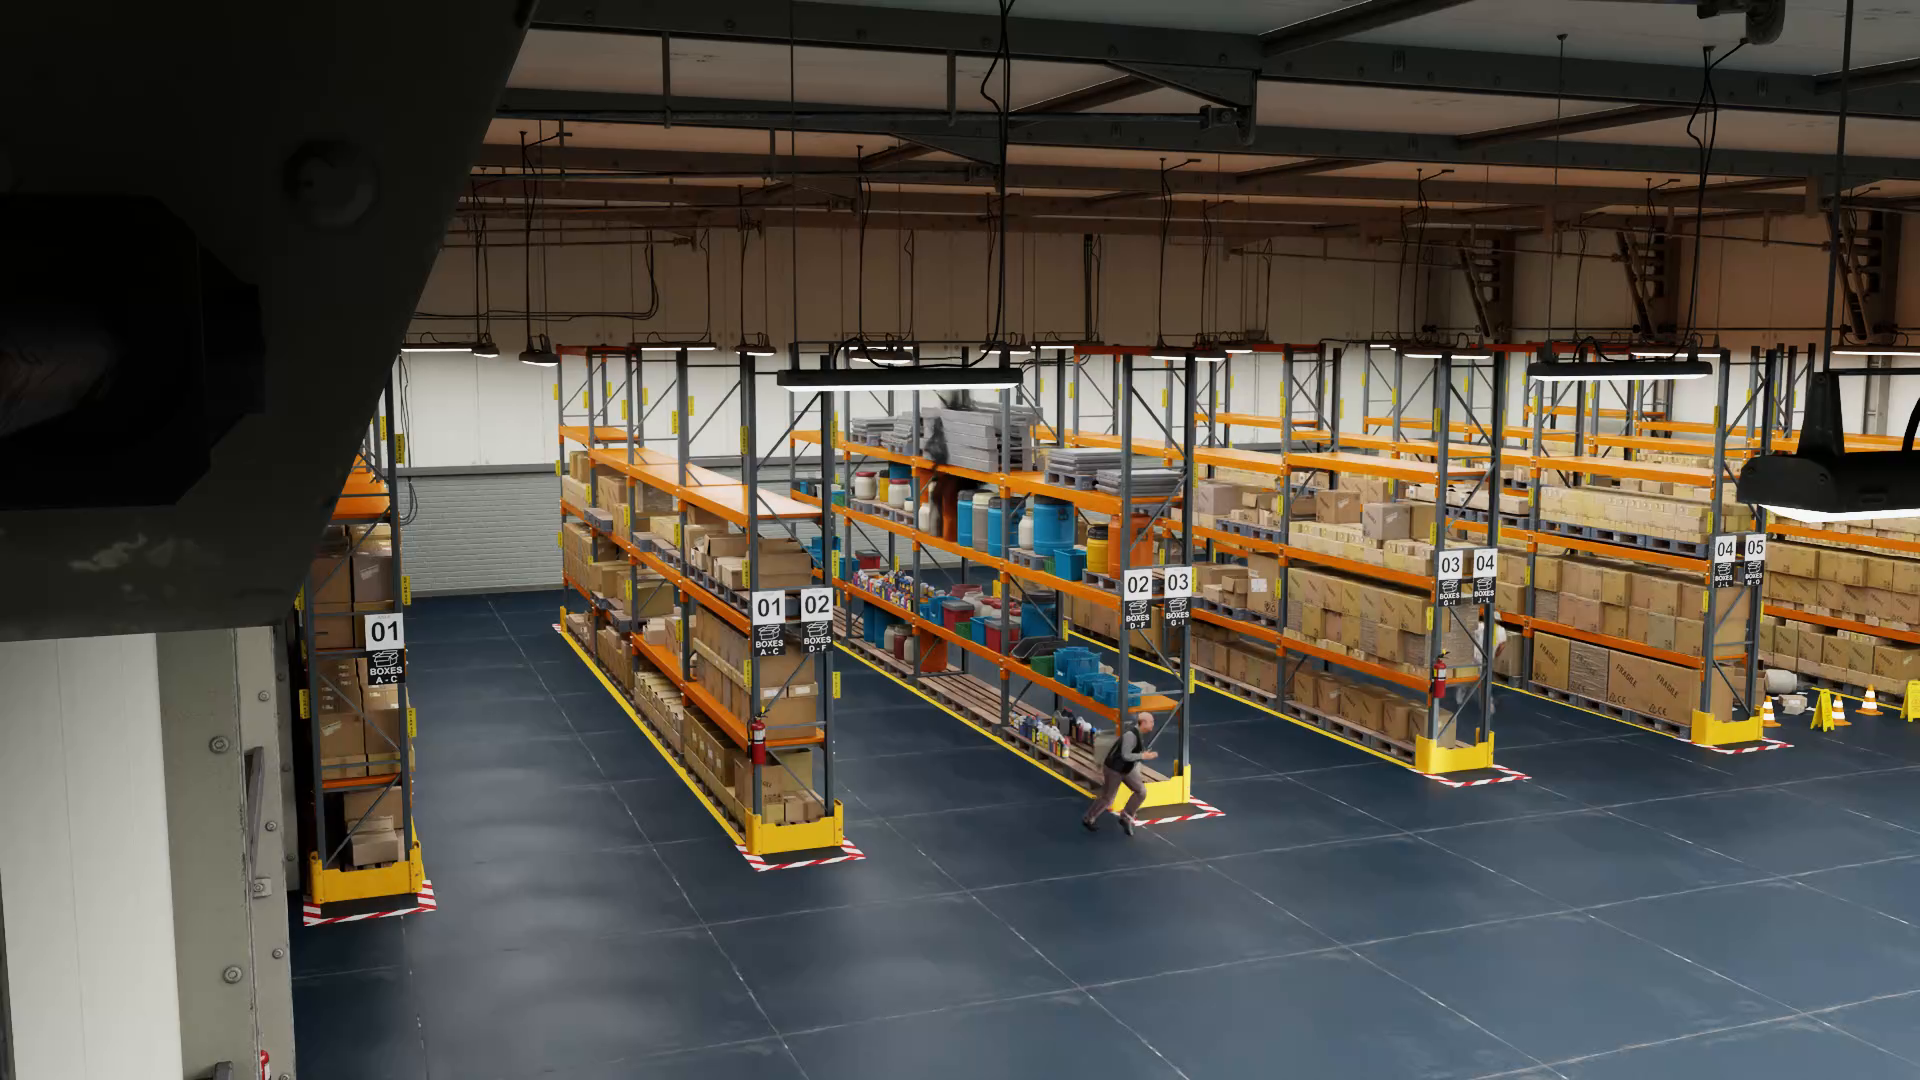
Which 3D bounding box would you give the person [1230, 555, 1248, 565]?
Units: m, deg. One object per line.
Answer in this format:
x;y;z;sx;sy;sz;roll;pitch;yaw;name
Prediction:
7.013;0.233;41.217;0.748;1.804;0.741;7;10;43;person

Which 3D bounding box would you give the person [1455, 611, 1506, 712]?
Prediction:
8.697;1.984;27.814;0.749;1.695;0.873;-3;8;-23;person

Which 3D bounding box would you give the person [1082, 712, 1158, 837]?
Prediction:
2.014;2.923;20.806;0.978;1.643;0.695;3;8;22;person
